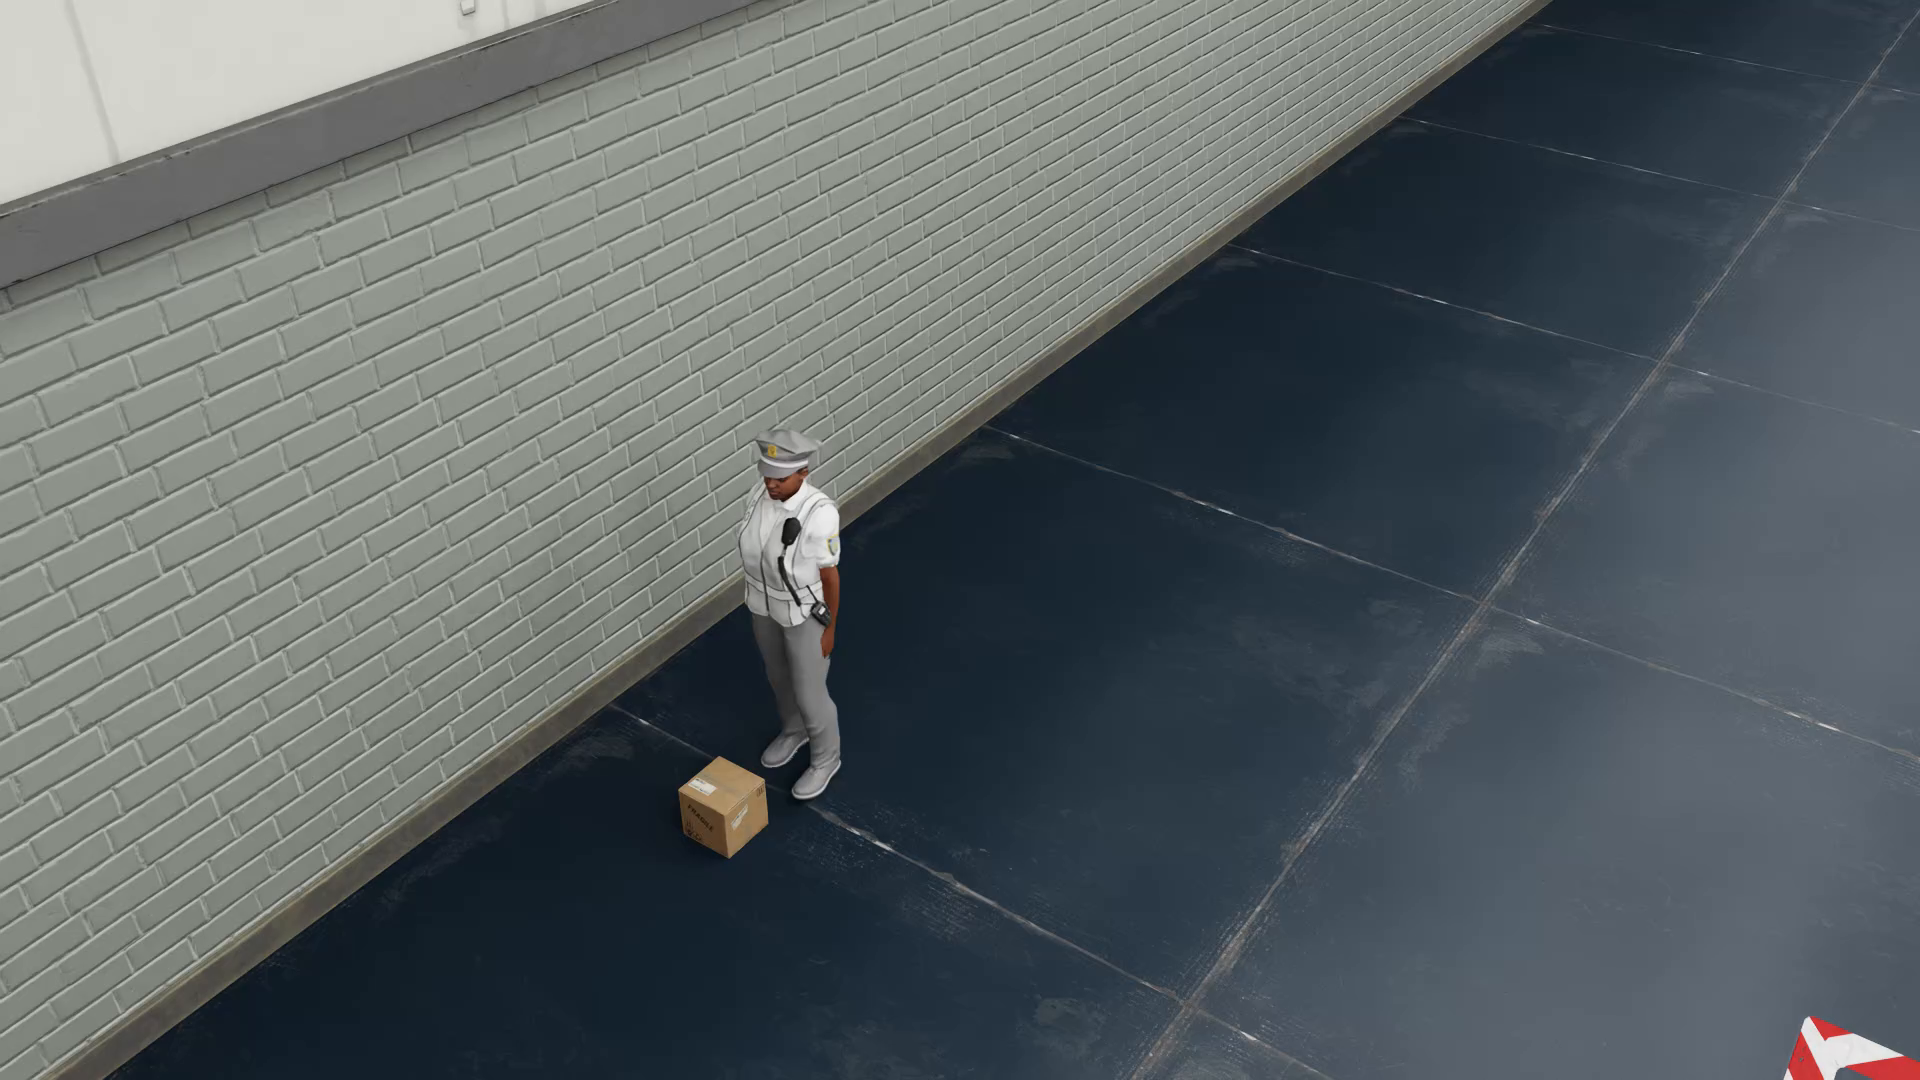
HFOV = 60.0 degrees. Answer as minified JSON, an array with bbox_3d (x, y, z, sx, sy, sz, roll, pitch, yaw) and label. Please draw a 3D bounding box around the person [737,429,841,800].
[{"bbox_3d":[-0.677,0.293,6.715,0.436,1.687,0.376,22,41,29],"label":"person"}]
